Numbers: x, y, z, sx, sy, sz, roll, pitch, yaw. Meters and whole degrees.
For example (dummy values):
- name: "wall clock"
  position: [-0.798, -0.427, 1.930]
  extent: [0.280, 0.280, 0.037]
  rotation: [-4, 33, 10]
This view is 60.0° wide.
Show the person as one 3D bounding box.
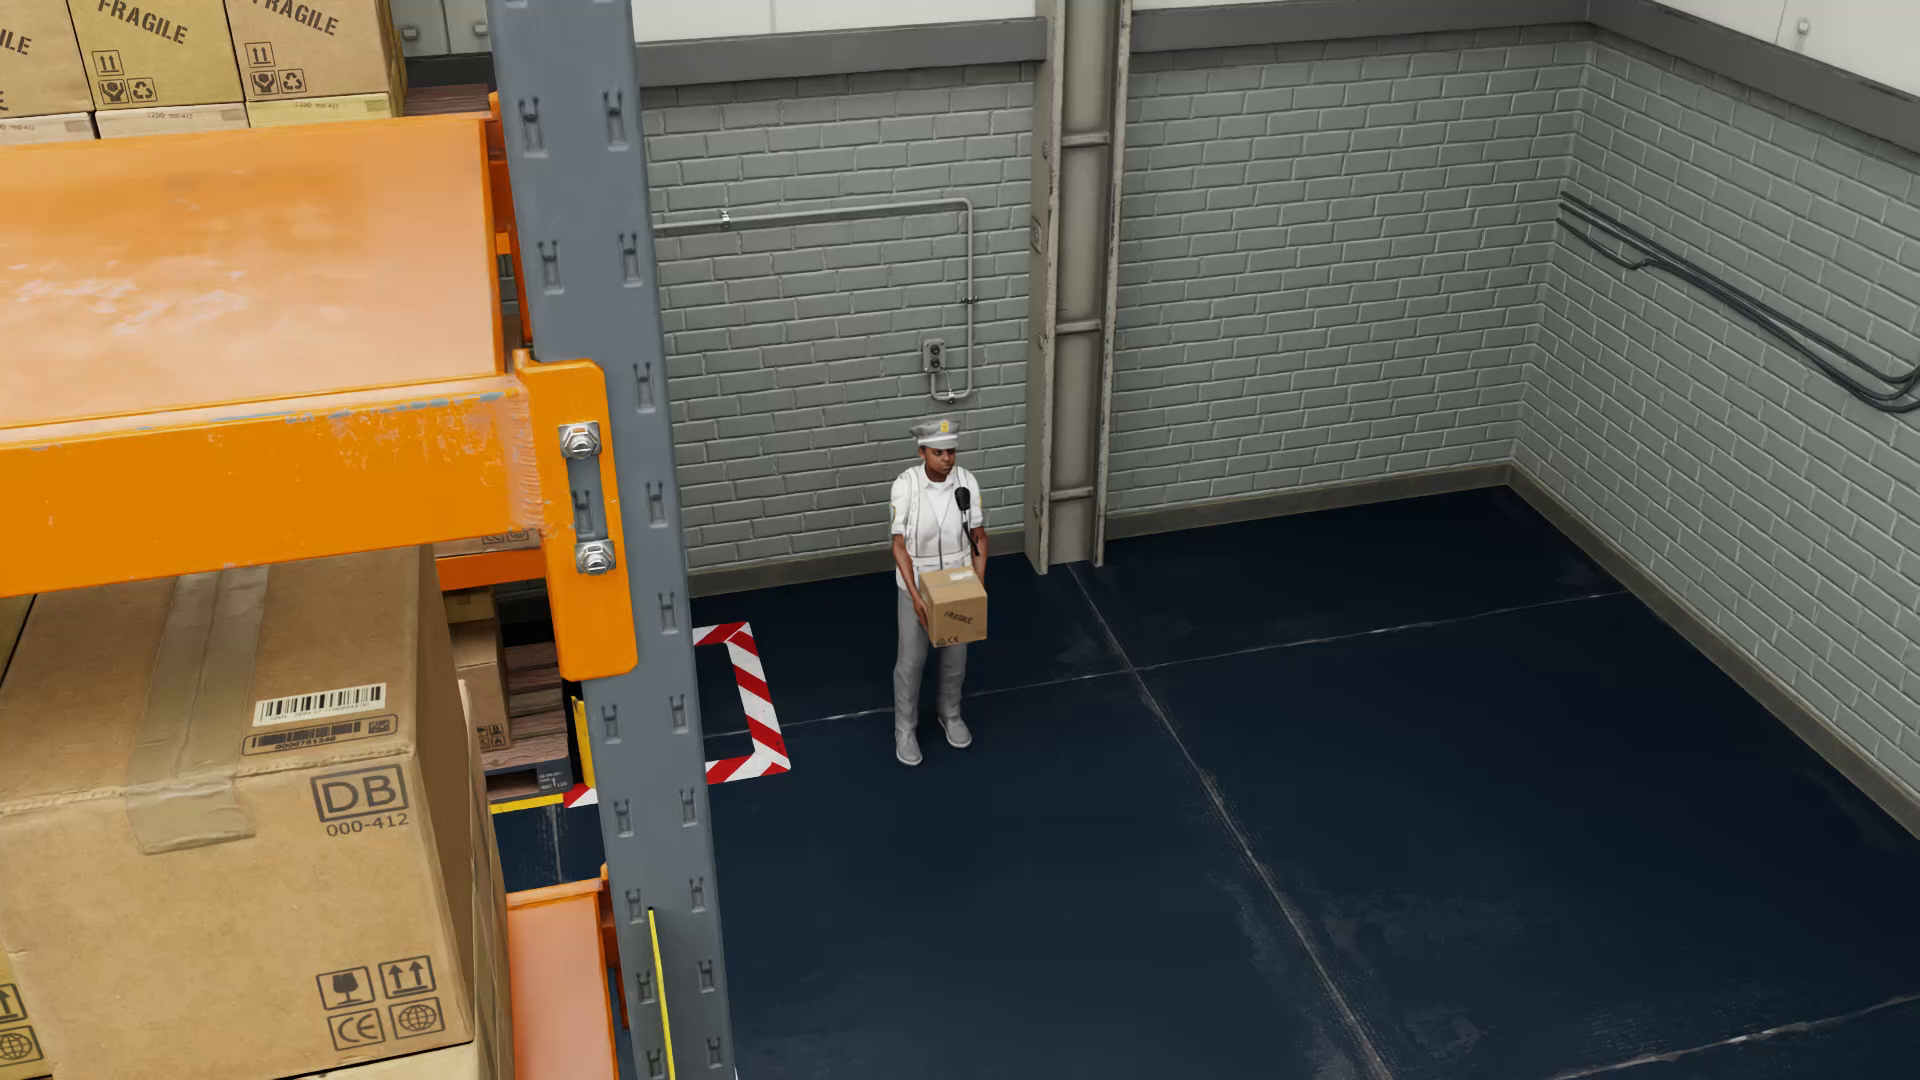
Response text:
- name: "person"
  position: [-3.740, 3.205, 2.604]
  extent: [10.708, 1.838, 10.106]
  rotation: [-8, 31, -13]
